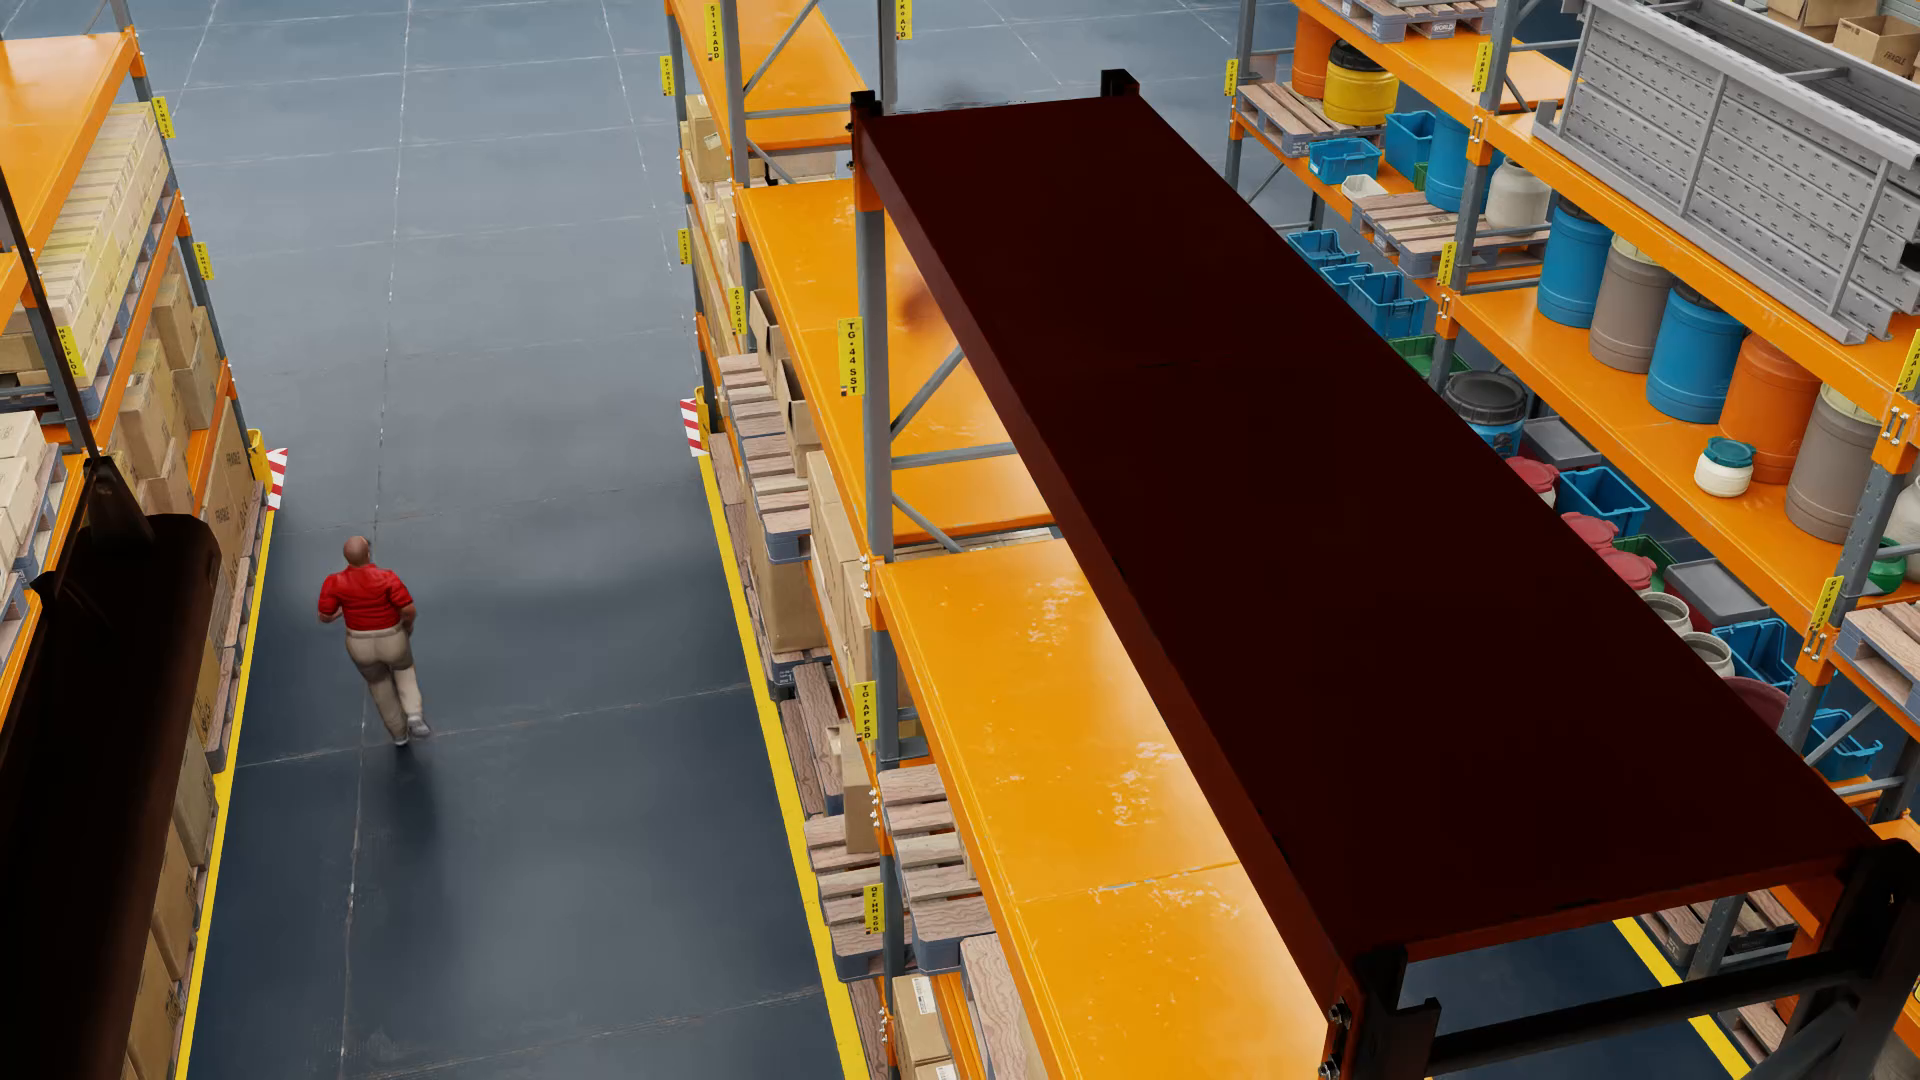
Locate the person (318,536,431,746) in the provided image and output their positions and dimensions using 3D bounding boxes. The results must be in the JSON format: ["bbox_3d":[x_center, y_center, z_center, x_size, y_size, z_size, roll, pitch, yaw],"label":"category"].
[{"bbox_3d":[-4.066,0.694,11.604,0.649,1.688,0.629,-8,35,-11],"label":"person"}]
